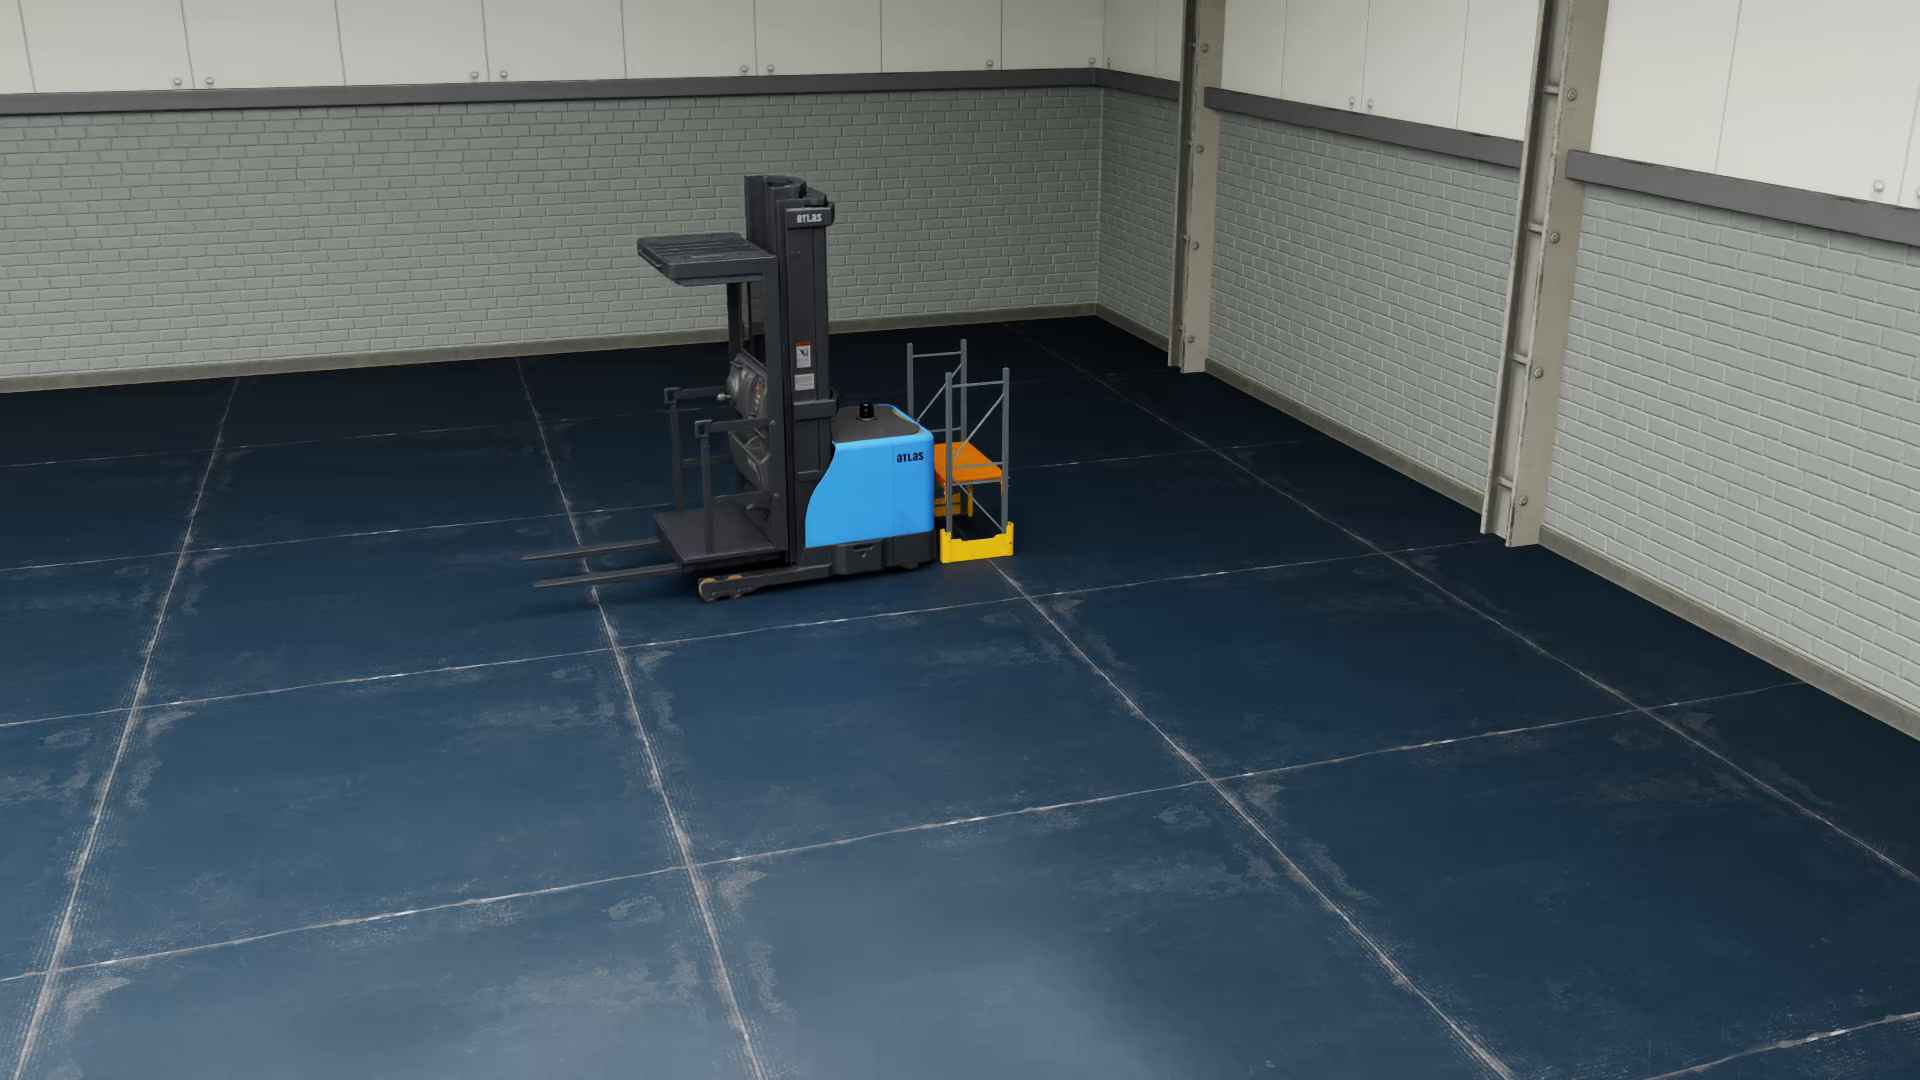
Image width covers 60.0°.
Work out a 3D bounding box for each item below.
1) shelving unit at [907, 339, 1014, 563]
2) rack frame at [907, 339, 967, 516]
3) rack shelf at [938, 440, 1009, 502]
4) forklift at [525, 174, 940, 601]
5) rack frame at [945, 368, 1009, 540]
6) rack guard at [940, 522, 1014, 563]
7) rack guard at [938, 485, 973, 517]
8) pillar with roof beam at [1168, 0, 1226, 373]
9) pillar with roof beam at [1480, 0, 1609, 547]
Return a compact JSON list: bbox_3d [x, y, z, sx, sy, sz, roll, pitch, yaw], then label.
[{"bbox_3d":[-0.024,-0.730,13.231,0.587,1.500,1.083,-6,21,-17],"label":"shelving unit"},{"bbox_3d":[-0.187,-0.896,13.693,0.500,1.500,0.032,-6,21,-17],"label":"rack frame"},{"bbox_3d":[-0.027,-0.564,13.300,0.538,0.185,1.000,-6,21,-17],"label":"rack shelf"},{"bbox_3d":[-1.721,-1.137,12.247,3.031,2.935,1.130,-8,21,-21],"label":"forklift"},{"bbox_3d":[0.133,-0.570,12.785,0.500,1.500,0.032,-6,21,-17],"label":"rack frame"},{"bbox_3d":[0.133,0.018,12.997,0.587,0.250,0.087,-6,21,-17],"label":"rack guard"},{"bbox_3d":[-0.180,-0.302,13.887,0.587,0.250,0.087,-6,21,-17],"label":"rack guard"},{"bbox_3d":[-1.512,-5.726,16.045,9.100,9.000,0.400,-6,21,-17],"label":"pillar with roof beam"},{"bbox_3d":[0.374,-3.800,10.684,9.100,9.000,0.400,-6,21,-17],"label":"pillar with roof beam"}]
